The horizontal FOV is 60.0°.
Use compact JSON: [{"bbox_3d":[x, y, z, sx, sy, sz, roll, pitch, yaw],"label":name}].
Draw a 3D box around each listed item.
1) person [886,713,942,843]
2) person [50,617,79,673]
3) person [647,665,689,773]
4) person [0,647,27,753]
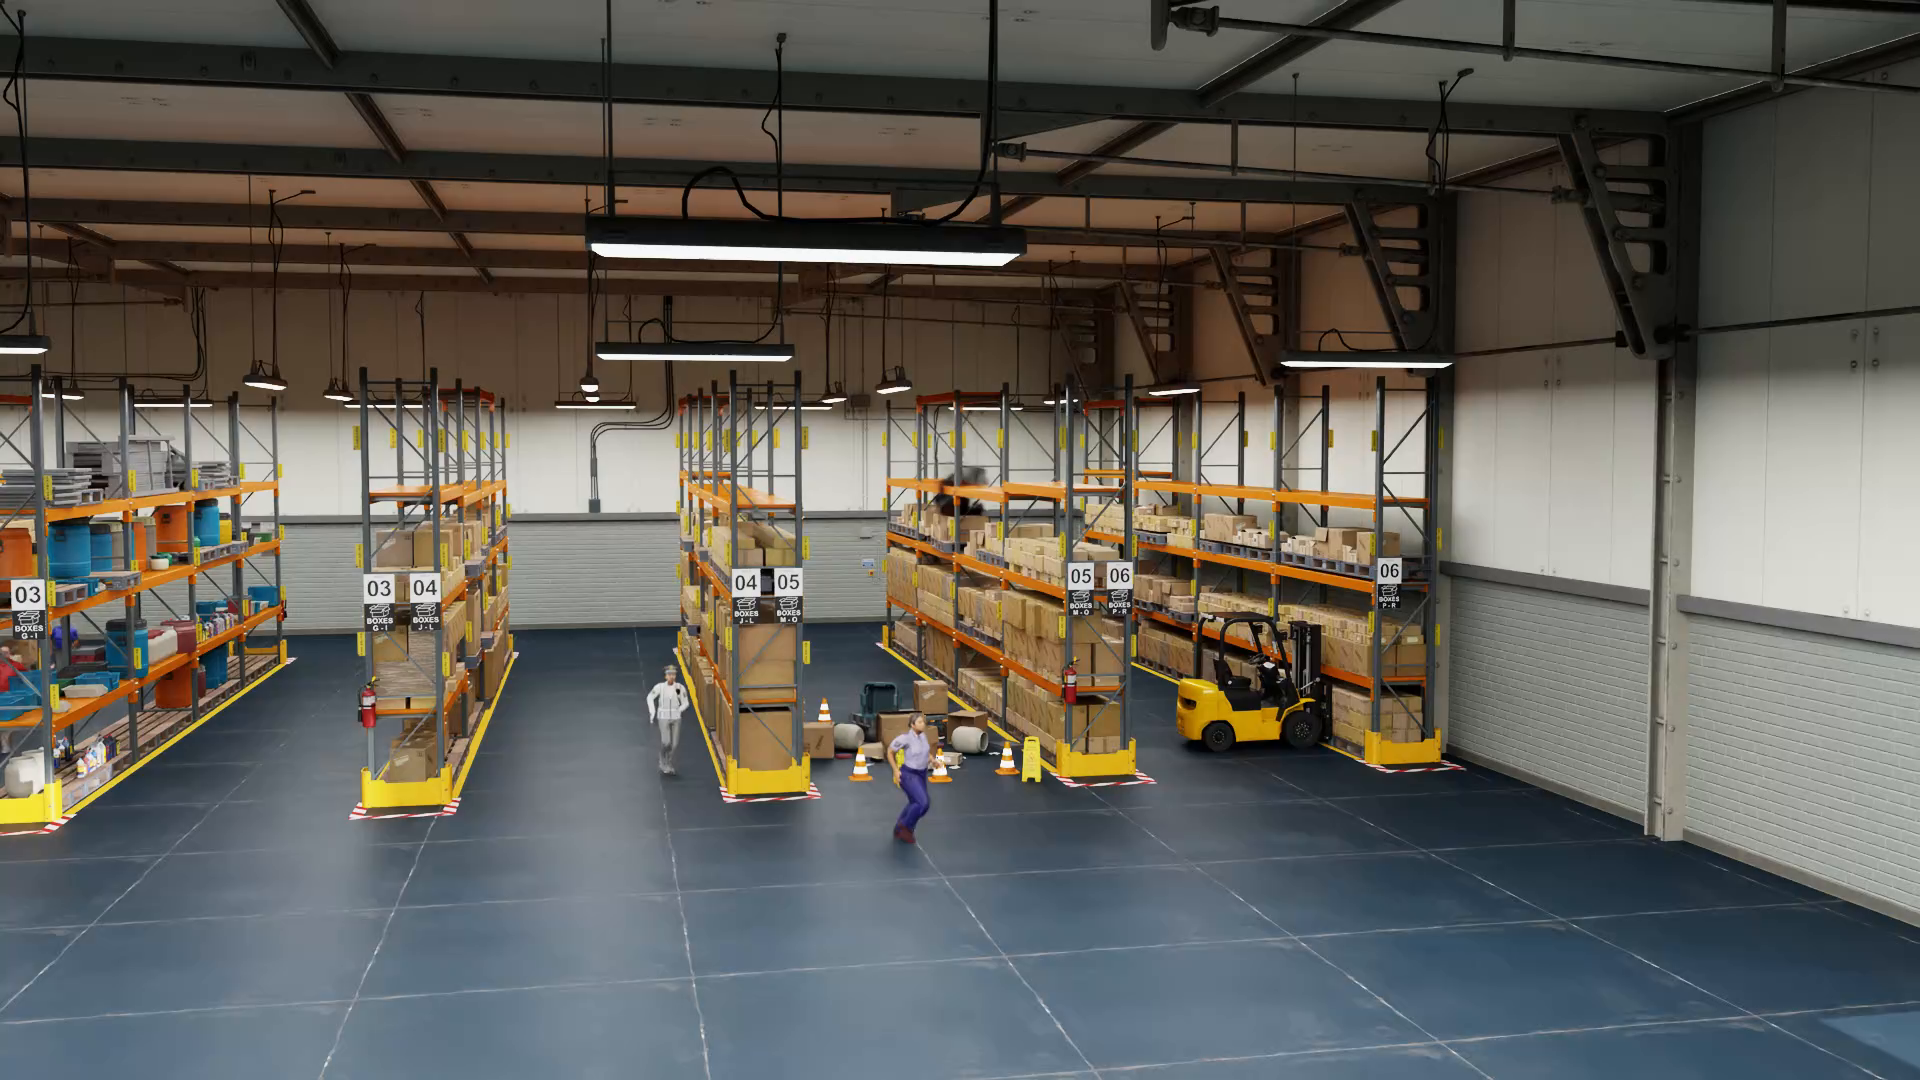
[{"bbox_3d":[-0.552,2.955,20.654,0.721,1.614,0.576,2,4,32],"label":"person"},{"bbox_3d":[-17.506,2.246,32.471,0.542,1.613,0.726,-2,4,-25],"label":"person"},{"bbox_3d":[-4.338,2.682,24.847,0.583,1.648,0.686,-1,4,-21],"label":"person"},{"bbox_3d":[-15.371,2.558,26.789,0.680,1.686,0.768,-2,4,-24],"label":"person"}]
